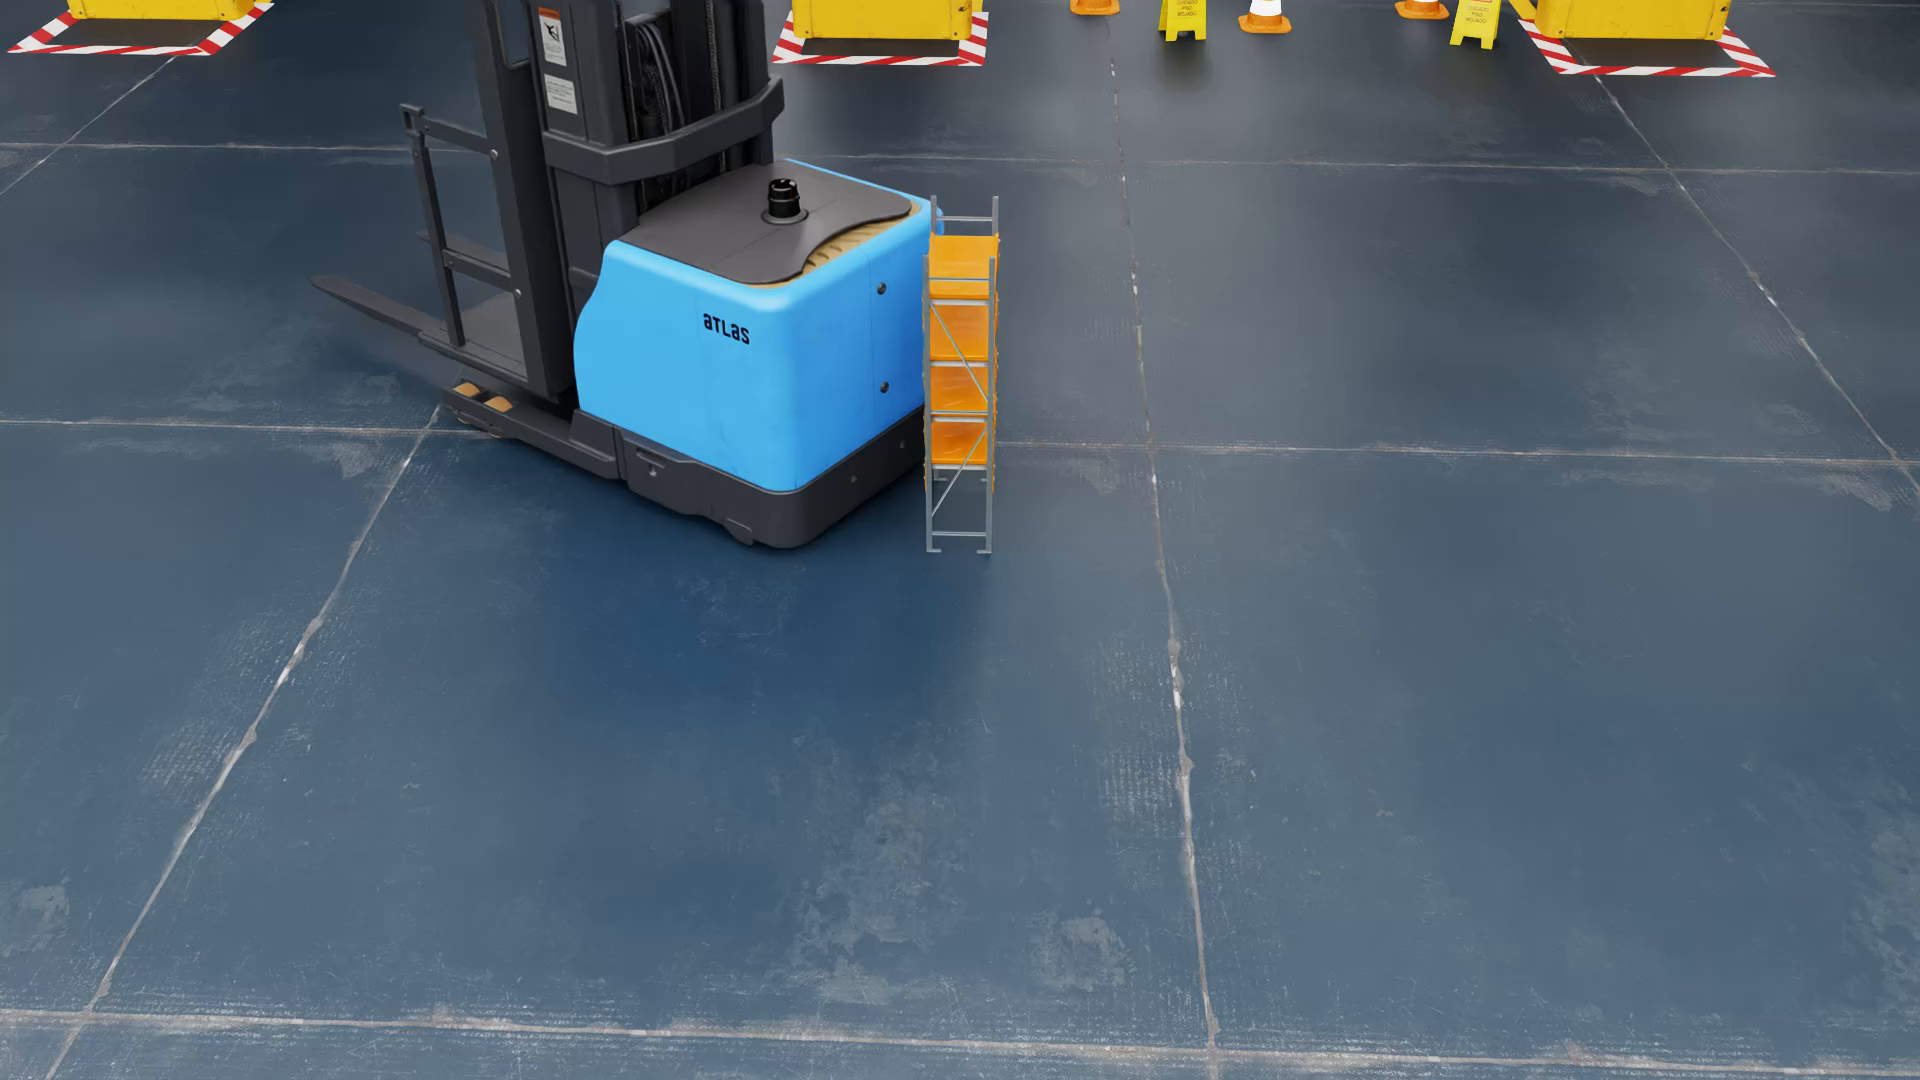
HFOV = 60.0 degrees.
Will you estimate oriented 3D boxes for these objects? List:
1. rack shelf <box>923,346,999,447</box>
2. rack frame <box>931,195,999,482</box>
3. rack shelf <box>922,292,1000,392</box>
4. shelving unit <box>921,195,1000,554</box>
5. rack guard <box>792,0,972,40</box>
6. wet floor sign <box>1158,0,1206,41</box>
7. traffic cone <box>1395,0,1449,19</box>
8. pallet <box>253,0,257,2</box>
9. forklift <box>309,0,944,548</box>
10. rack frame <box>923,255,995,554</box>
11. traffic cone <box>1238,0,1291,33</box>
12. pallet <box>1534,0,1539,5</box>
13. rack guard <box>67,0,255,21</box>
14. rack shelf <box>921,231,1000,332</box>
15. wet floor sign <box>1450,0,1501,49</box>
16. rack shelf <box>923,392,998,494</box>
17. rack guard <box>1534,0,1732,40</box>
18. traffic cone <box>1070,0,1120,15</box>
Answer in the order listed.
[{"bbox_3d":[0.007,-0.531,6.079,0.258,0.148,0.480,1,35,2],"label":"rack shelf"},{"bbox_3d":[0.016,-0.726,6.240,0.240,1.200,0.015,1,35,2],"label":"rack frame"},{"bbox_3d":[0.007,-0.714,5.950,0.258,0.148,0.480,1,35,2],"label":"rack shelf"},{"bbox_3d":[0.007,-0.586,6.040,0.258,1.200,0.503,1,35,2],"label":"shelving unit"},{"bbox_3d":[-0.511,-3.599,10.936,1.175,0.500,0.348,1,35,2],"label":"rack guard"},{"bbox_3d":[1.467,-3.609,10.825,0.267,0.644,0.232,-4,35,-6],"label":"wet floor sign"},{"bbox_3d":[3.169,-3.818,11.280,0.336,0.463,0.334,1,35,2],"label":"traffic cone"},{"bbox_3d":[-5.391,-4.176,12.009,1.003,0.211,1.213,1,35,2],"label":"pallet"},{"bbox_3d":[-1.534,-1.841,6.321,3.031,2.935,1.130,23,41,29],"label":"forklift"},{"bbox_3d":[-0.003,-0.446,5.841,0.240,1.200,0.015,1,35,2],"label":"rack frame"},{"bbox_3d":[2.046,-3.648,11.038,0.336,0.463,0.334,1,35,2],"label":"traffic cone"},{"bbox_3d":[4.511,-3.947,11.683,1.003,0.211,1.213,1,35,2],"label":"pallet"},{"bbox_3d":[-5.459,-3.829,11.263,1.175,0.500,0.348,1,35,2],"label":"rack guard"},{"bbox_3d":[0.007,-0.907,5.814,0.258,0.148,0.480,1,35,2],"label":"rack shelf"},{"bbox_3d":[3.363,-3.531,10.713,0.267,0.644,0.232,13,37,18],"label":"wet floor sign"},{"bbox_3d":[0.007,-0.368,6.193,0.258,0.148,0.480,1,35,2],"label":"rack shelf"},{"bbox_3d":[4.443,-3.600,10.937,1.175,0.500,0.348,1,35,2],"label":"rack guard"},{"bbox_3d":[0.930,-3.869,11.353,0.336,0.463,0.334,1,35,2],"label":"traffic cone"}]
